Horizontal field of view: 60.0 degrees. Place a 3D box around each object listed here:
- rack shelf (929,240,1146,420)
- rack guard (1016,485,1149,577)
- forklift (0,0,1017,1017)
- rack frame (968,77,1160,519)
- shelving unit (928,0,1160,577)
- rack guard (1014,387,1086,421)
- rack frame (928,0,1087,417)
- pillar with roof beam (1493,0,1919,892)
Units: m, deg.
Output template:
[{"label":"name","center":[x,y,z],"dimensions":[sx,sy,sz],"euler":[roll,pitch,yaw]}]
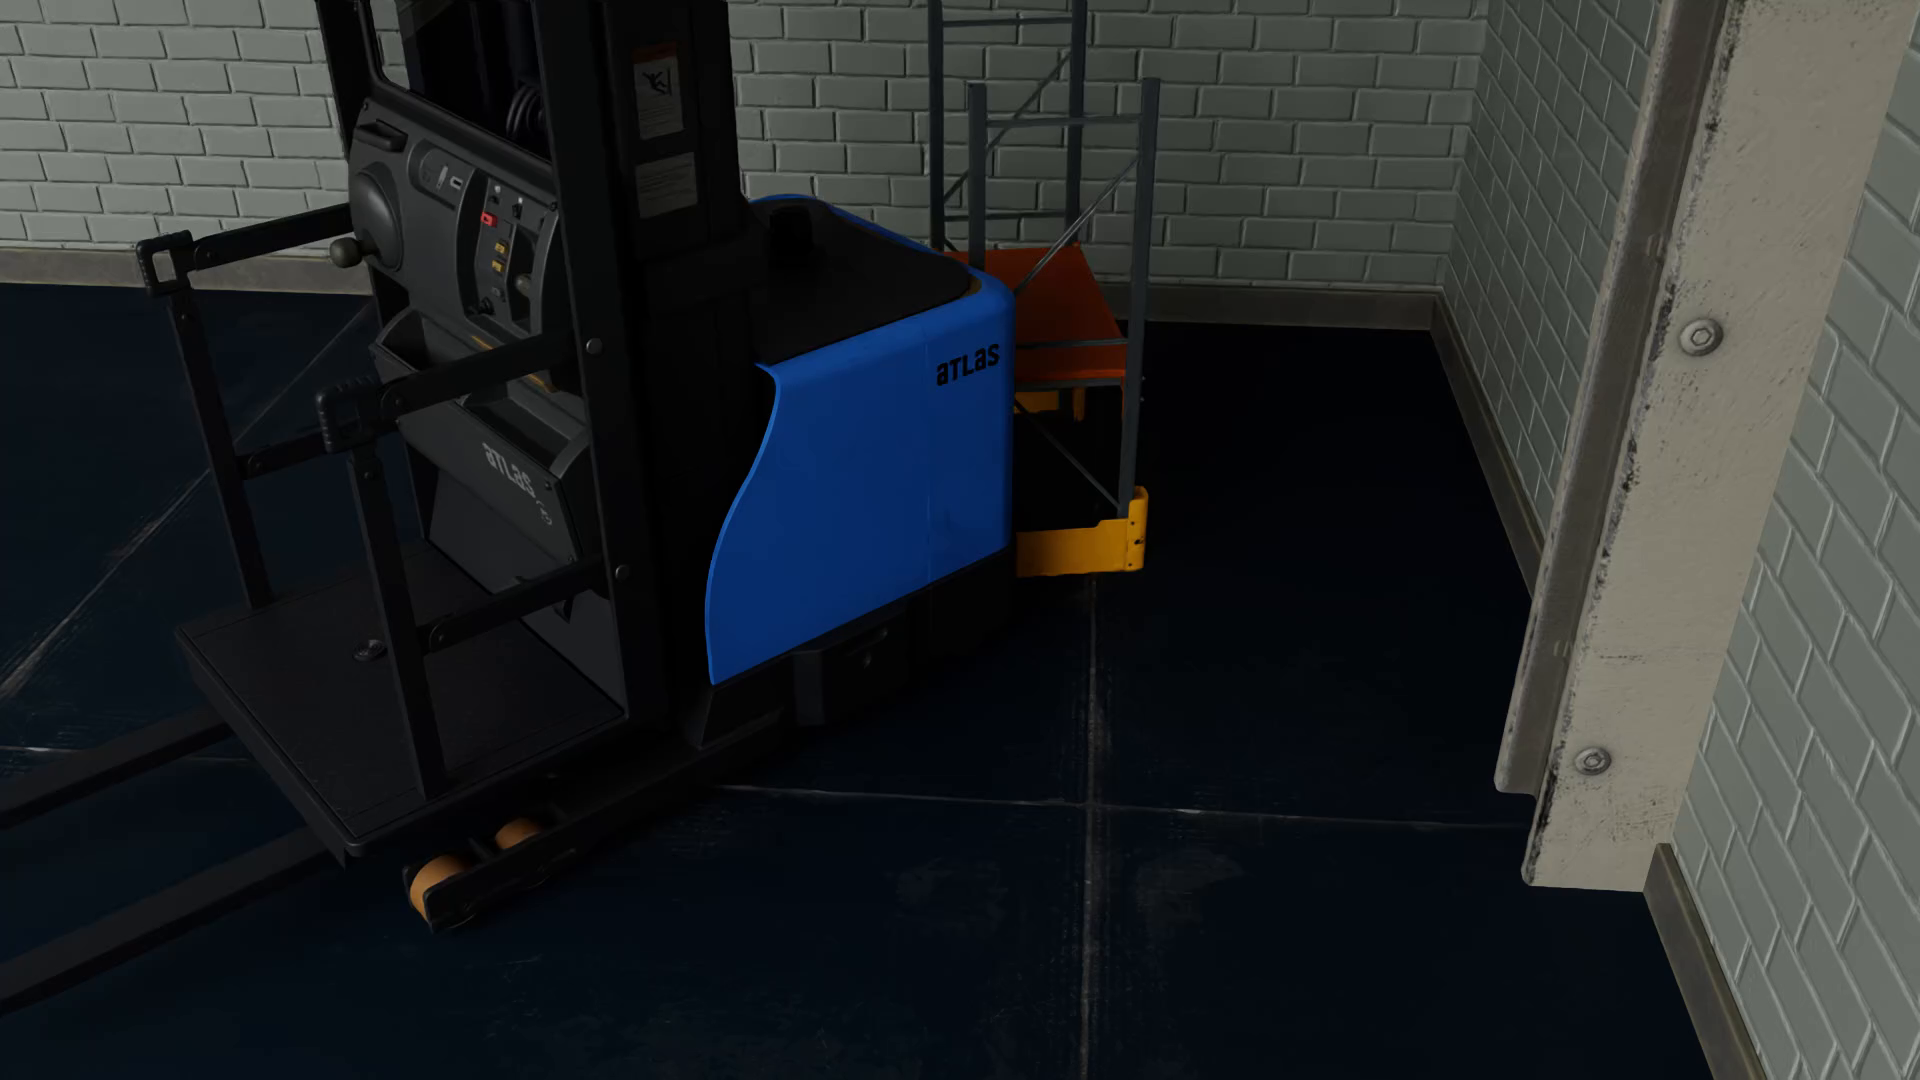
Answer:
[{"label":"rack shelf","center":[0.211,-0.663,5.239],"dimensions":[0.538,0.185,1.000],"euler":[-4,32,-6]},{"label":"rack guard","center":[0.273,-0.020,5.044],"dimensions":[0.587,0.250,0.087],"euler":[-4,32,-6]},{"label":"forklift","center":[-1.282,-0.671,3.545],"dimensions":[3.031,2.935,1.130],"euler":[-25,39,-34]},{"label":"rack frame","center":[0.273,-0.551,4.715],"dimensions":[0.500,1.500,0.032],"euler":[-4,32,-6]},{"label":"shelving unit","center":[0.212,-0.811,5.137],"dimensions":[0.587,1.500,1.083],"euler":[-4,32,-6]},{"label":"rack guard","center":[0.152,-0.539,5.886],"dimensions":[0.587,0.250,0.087],"euler":[-4,32,-6]},{"label":"rack frame","center":[0.150,-1.081,5.574],"dimensions":[0.500,1.500,0.032],"euler":[-4,32,-6]},{"label":"pillar with roof beam","center":[-2.786,-3.297,2.023],"dimensions":[9.100,9.000,0.400],"euler":[2,32,4]}]
